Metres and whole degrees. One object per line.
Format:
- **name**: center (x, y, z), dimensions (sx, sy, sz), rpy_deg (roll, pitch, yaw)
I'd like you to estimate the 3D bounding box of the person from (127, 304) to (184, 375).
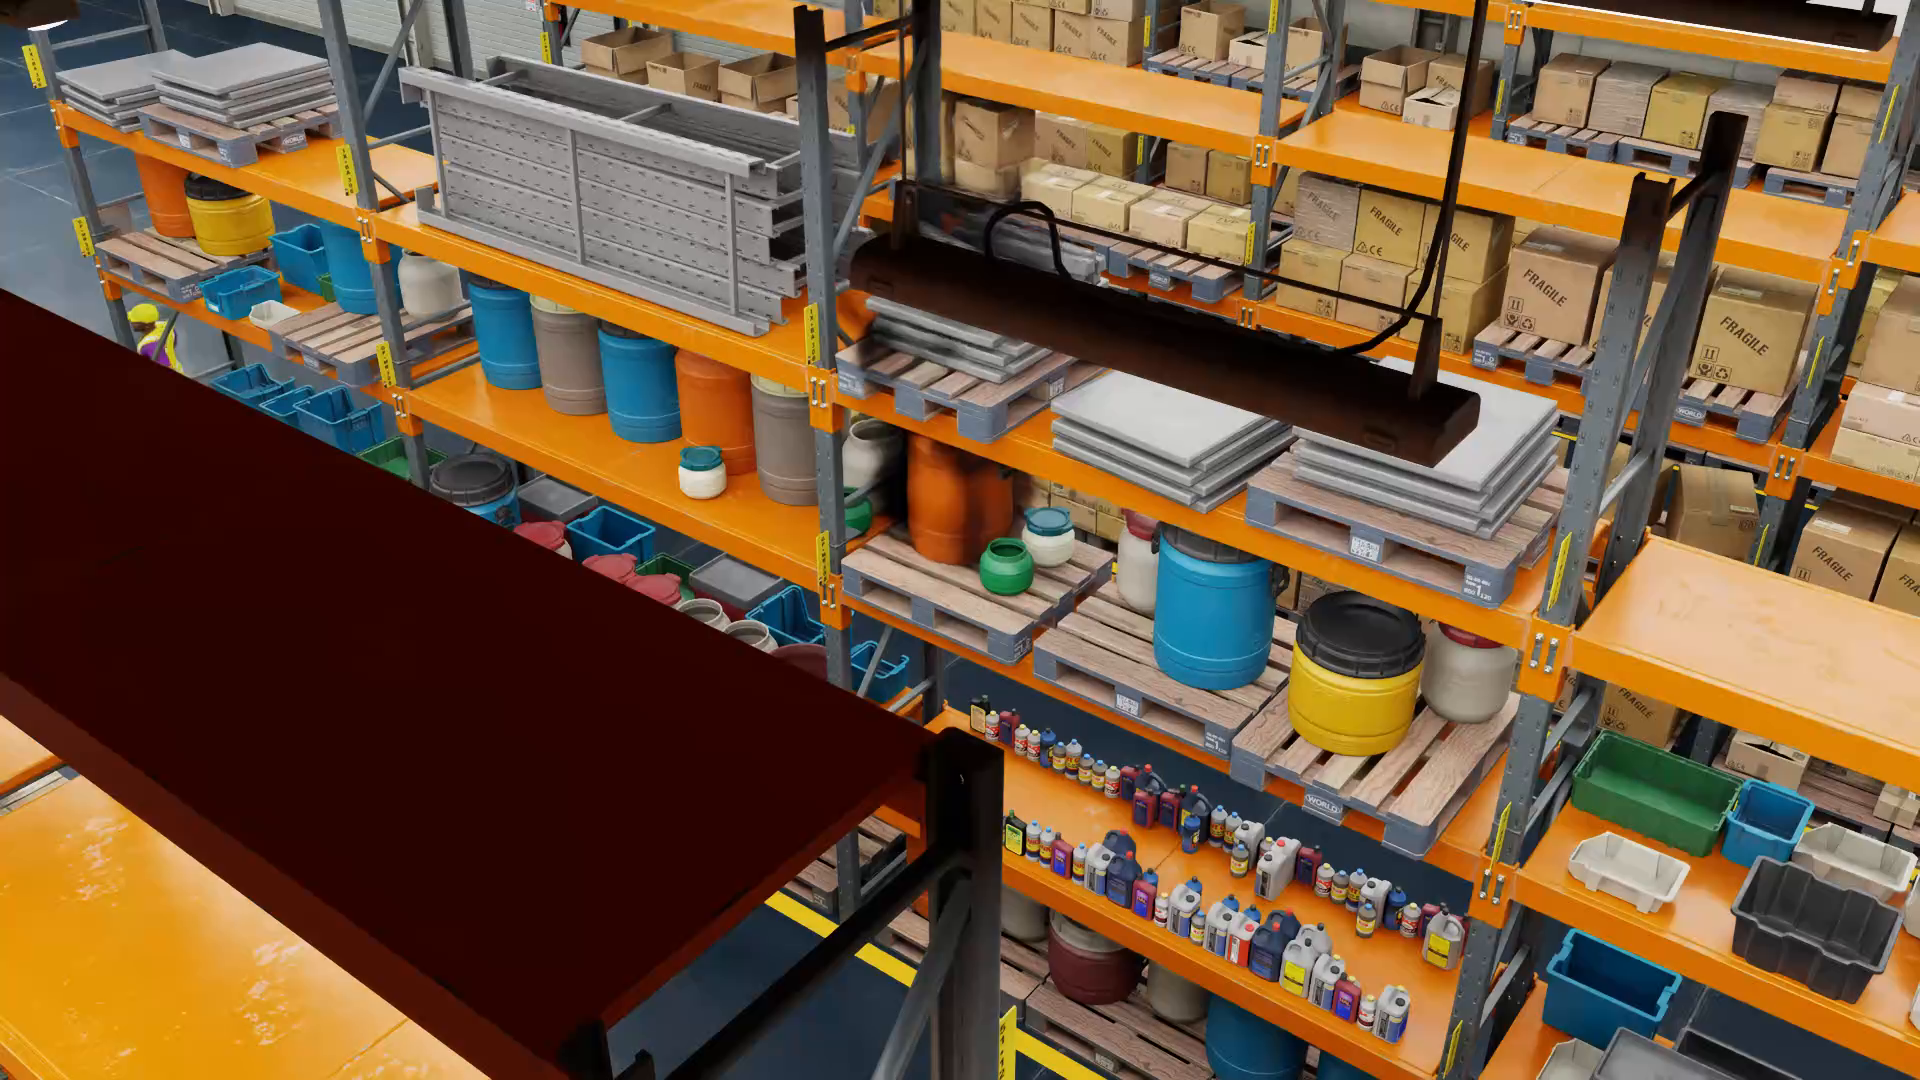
- **person**: center (-7.657, -1.498, 16.056), dimensions (0.859, 1.736, 0.766), rpy_deg (-6, 32, -10)
